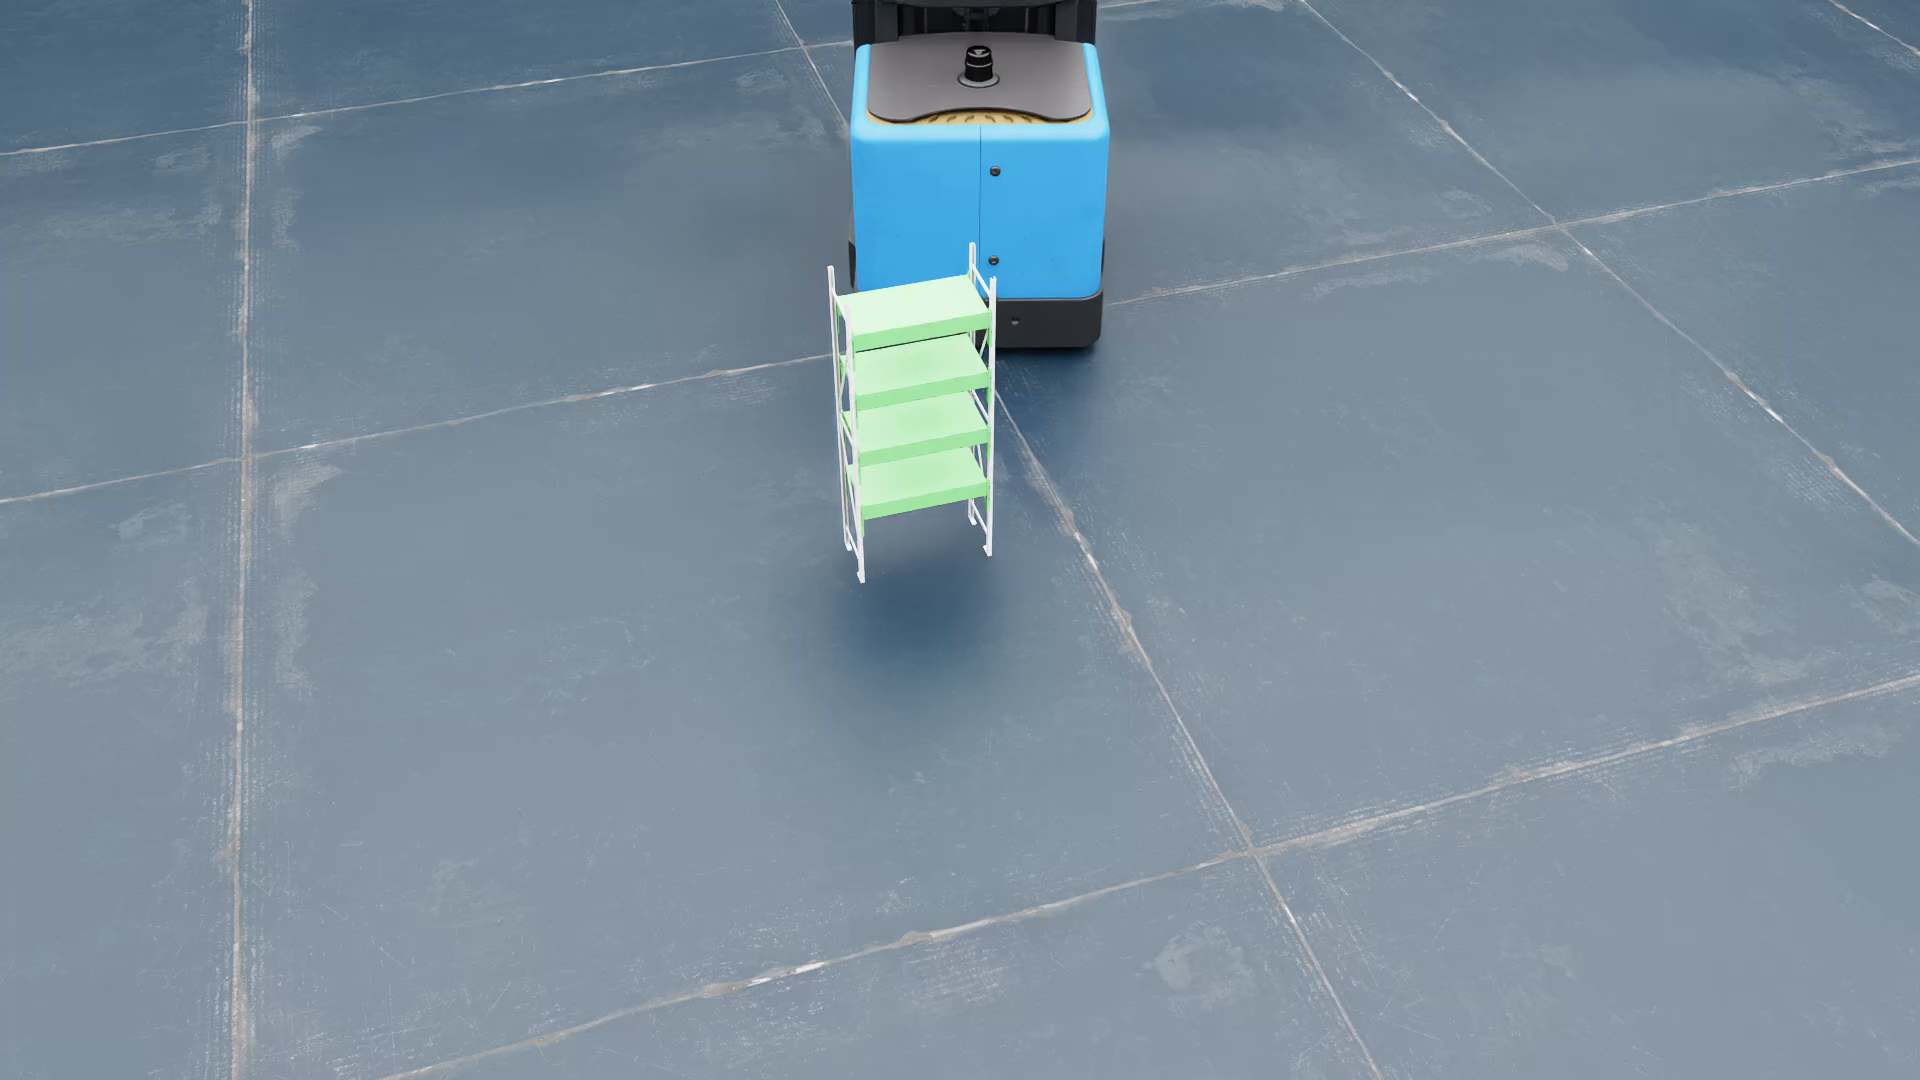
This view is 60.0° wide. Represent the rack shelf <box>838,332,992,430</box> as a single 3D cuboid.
[{"bbox_3d":[-0.158,-0.552,5.702,0.480,0.148,0.258,-12,42,-13],"label":"rack shelf"}]

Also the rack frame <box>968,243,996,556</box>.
[{"bbox_3d":[0.075,-0.467,5.873,0.015,1.200,0.240,-12,42,-13],"label":"rack frame"}]

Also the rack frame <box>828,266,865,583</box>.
[{"bbox_3d":[-0.391,-0.371,5.763,0.015,1.200,0.240,-12,42,-13],"label":"rack frame"}]

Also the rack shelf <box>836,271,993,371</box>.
[{"bbox_3d":[-0.158,-0.732,5.544,0.480,0.148,0.258,-12,42,-13],"label":"rack shelf"}]

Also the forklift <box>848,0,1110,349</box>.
[{"bbox_3d":[0.060,-2.862,7.298,1.130,2.935,3.031,-1,41,-1],"label":"forklift"}]

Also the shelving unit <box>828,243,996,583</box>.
[{"bbox_3d":[-0.158,-0.419,5.818,0.503,1.200,0.258,-12,42,-13],"label":"shelving unit"}]

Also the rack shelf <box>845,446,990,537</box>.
[{"bbox_3d":[-0.158,-0.190,6.018,0.480,0.148,0.258,-12,42,-13],"label":"rack shelf"}]

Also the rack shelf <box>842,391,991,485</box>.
[{"bbox_3d":[-0.158,-0.371,5.860,0.480,0.148,0.258,-12,42,-13],"label":"rack shelf"}]
